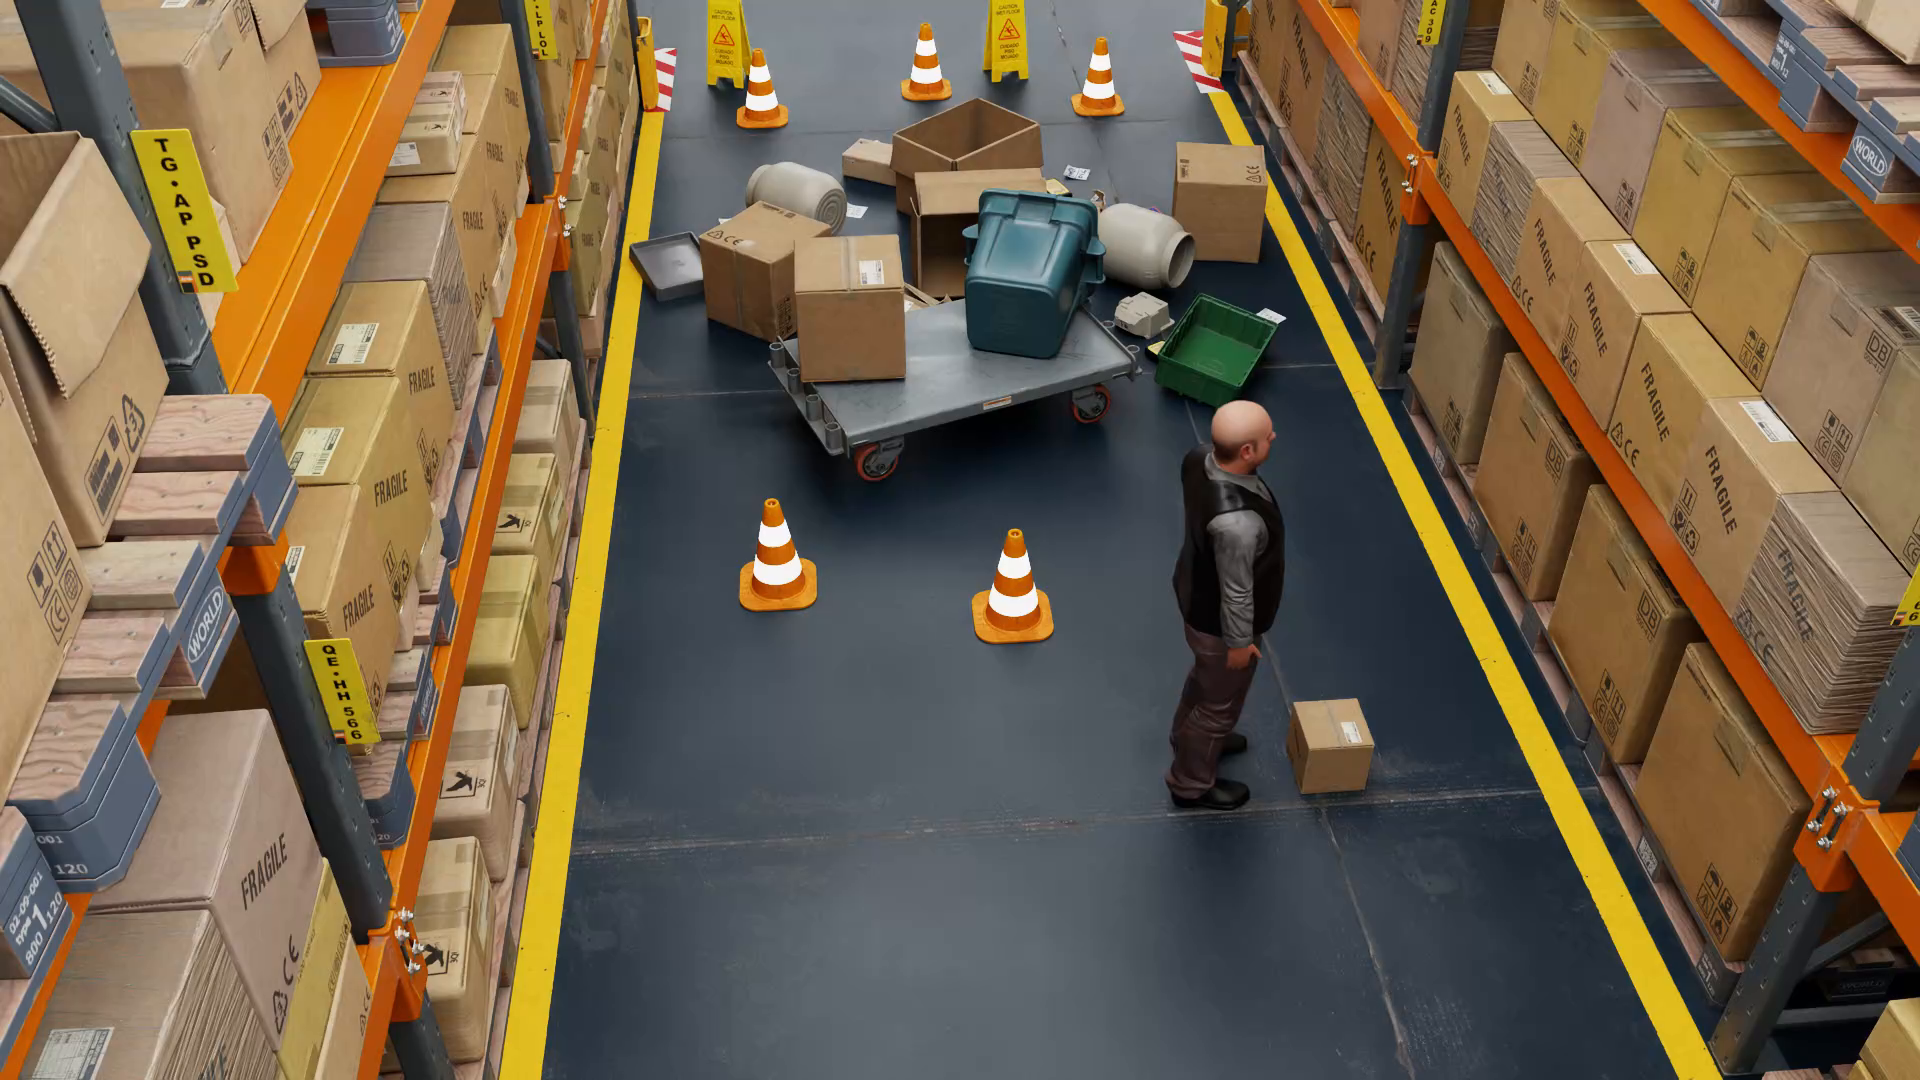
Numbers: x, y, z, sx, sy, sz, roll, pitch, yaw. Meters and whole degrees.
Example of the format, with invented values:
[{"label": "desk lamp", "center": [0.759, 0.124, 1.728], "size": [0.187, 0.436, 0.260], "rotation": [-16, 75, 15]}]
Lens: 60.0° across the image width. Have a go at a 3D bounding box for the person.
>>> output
[{"label": "person", "center": [0.950, 0.239, 5.885], "size": [0.385, 1.727, 0.538], "rotation": [-3, 39, -3]}]
